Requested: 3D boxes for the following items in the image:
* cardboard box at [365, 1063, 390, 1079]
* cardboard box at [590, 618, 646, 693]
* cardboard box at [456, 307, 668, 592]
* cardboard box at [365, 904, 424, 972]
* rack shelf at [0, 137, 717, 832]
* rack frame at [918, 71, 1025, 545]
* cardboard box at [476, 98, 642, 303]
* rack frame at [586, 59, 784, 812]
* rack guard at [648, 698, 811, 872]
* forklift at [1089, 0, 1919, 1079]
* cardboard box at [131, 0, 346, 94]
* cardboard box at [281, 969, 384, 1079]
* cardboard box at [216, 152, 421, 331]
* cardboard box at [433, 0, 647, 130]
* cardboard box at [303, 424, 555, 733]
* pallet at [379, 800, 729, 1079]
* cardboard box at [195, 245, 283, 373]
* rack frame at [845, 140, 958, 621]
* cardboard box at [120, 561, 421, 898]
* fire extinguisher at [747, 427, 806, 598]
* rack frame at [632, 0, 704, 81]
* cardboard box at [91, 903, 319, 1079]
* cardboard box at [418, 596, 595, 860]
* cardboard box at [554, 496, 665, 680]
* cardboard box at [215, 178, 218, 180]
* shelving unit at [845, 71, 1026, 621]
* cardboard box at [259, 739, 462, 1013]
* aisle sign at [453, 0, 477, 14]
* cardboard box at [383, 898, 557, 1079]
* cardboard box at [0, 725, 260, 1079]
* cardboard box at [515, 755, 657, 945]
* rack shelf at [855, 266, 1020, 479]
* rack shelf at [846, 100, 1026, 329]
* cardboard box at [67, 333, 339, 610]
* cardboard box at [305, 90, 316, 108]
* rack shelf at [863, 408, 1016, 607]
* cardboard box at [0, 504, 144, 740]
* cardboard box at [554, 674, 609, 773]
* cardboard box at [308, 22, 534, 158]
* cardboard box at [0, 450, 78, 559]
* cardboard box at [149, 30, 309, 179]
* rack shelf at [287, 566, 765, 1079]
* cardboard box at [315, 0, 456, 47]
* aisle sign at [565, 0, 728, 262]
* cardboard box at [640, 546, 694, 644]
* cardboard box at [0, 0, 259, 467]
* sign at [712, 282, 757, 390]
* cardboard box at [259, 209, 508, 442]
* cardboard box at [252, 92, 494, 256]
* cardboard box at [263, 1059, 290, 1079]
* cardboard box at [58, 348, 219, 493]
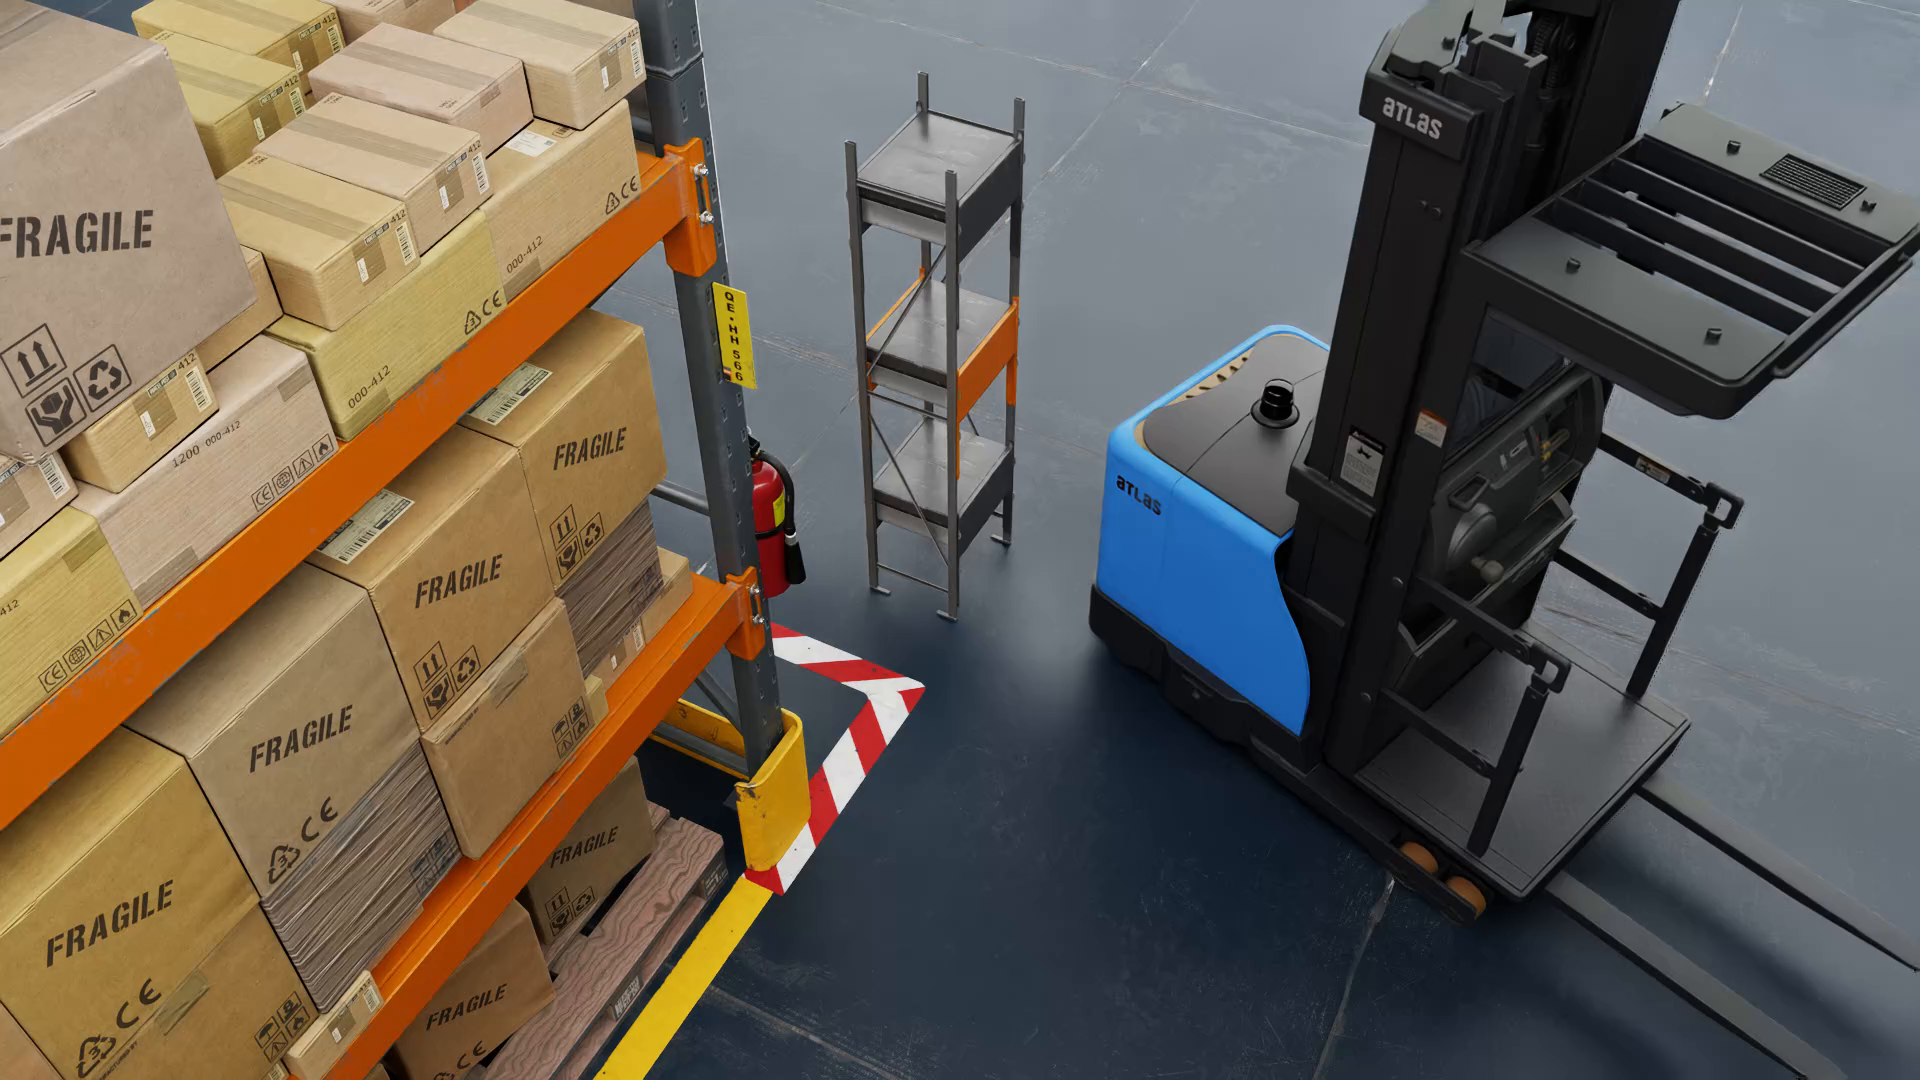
[{"bbox_3d":[-1.939,1.679,4.724,0.500,0.500,0.500,25,50,23],"label":"cardboard box"},{"bbox_3d":[-1.146,0.277,4.824,0.380,0.149,0.250,20,49,19],"label":"cardboard box"},{"bbox_3d":[-1.116,-0.279,4.214,0.500,0.500,0.500,20,49,19],"label":"cardboard box"},{"bbox_3d":[-1.595,0.913,4.195,0.380,0.149,0.250,20,49,19],"label":"cardboard box"},{"bbox_3d":[-2.008,0.242,3.078,1.077,0.370,4.000,20,49,19],"label":"rack shelf"},{"bbox_3d":[0.036,-0.788,6.332,0.400,2.100,0.015,20,49,19],"label":"rack frame"},{"bbox_3d":[-1.079,-0.830,3.738,0.500,0.250,0.500,22,49,20],"label":"cardboard box"},{"bbox_3d":[-1.080,-0.216,5.134,1.000,3.000,0.127,20,49,19],"label":"rack frame"},{"bbox_3d":[-1.115,0.711,5.976,1.175,0.500,0.348,20,49,19],"label":"rack guard"},{"bbox_3d":[1.887,-0.127,5.094,1.130,2.935,3.031,-34,54,-29],"label":"forklift"},{"bbox_3d":[-1.619,-1.129,3.753,0.380,0.149,0.250,21,49,20],"label":"cardboard box"},{"bbox_3d":[-1.633,1.100,4.011,0.380,0.149,0.250,20,49,19],"label":"cardboard box"},{"bbox_3d":[-1.283,-0.580,3.210,0.380,0.149,0.250,21,49,19],"label":"cardboard box"},{"bbox_3d":[-0.932,-1.080,3.704,0.380,0.149,0.250,20,49,19],"label":"cardboard box"},{"bbox_3d":[-1.343,0.038,3.901,0.500,0.500,0.500,20,49,19],"label":"cardboard box"},{"bbox_3d":[-1.524,1.312,5.585,1.003,0.211,1.213,20,49,19],"label":"pallet"},{"bbox_3d":[-1.508,-0.465,3.097,0.380,0.149,0.250,21,49,20],"label":"cardboard box"},{"bbox_3d":[-0.190,-0.480,6.028,0.400,2.100,0.015,20,49,19],"label":"rack frame"},{"bbox_3d":[-1.578,0.352,3.591,0.500,0.500,0.500,20,49,19],"label":"cardboard box"},{"bbox_3d":[-0.619,-0.109,5.083,0.296,0.674,0.183,20,49,19],"label":"fire extinguisher"},{"bbox_3d":[-1.080,-2.325,3.001,1.000,3.000,0.127,20,49,19],"label":"rack frame"},{"bbox_3d":[-1.998,0.948,3.704,0.875,0.500,0.500,20,49,19],"label":"cardboard box"},{"bbox_3d":[-1.485,0.336,4.309,0.875,0.500,0.500,20,49,19],"label":"cardboard box"},{"bbox_3d":[-1.360,-0.018,4.660,0.875,0.500,0.500,20,49,19],"label":"cardboard box"},{"bbox_3d":[-1.767,-0.673,3.582,0.500,0.250,0.500,19,48,18],"label":"cardboard box"},{"bbox_3d":[-0.077,-0.634,6.180,0.431,2.100,0.503,20,49,19],"label":"shelving unit"},{"bbox_3d":[-1.756,0.637,4.012,0.875,0.500,0.500,20,49,19],"label":"cardboard box"},{"bbox_3d":[-1.317,-1.268,4.346,0.394,0.787,0.004,20,49,19],"label":"aisle sign"},{"bbox_3d":[-1.632,1.291,5.107,0.500,0.500,0.500,33,54,29],"label":"cardboard box"},{"bbox_3d":[-1.817,0.664,3.282,0.500,0.500,0.500,20,49,19],"label":"cardboard box"},{"bbox_3d":[-1.385,0.903,5.491,0.500,0.500,0.500,29,52,26],"label":"cardboard box"},{"bbox_3d":[-0.077,-0.624,6.190,0.431,0.518,0.480,20,49,19],"label":"rack shelf"},{"bbox_3d":[-0.077,-1.116,5.692,0.431,0.518,0.480,20,49,19],"label":"rack shelf"},{"bbox_3d":[-1.553,-0.195,3.110,0.500,0.250,0.500,21,49,20],"label":"cardboard box"},{"bbox_3d":[-1.533,-1.000,3.905,0.500,0.250,0.500,22,49,20],"label":"cardboard box"},{"bbox_3d":[-0.077,-0.132,6.688,0.431,0.518,0.480,20,49,19],"label":"rack shelf"},{"bbox_3d":[-1.782,0.124,2.795,0.500,0.250,0.500,20,49,18],"label":"cardboard box"},{"bbox_3d":[-1.217,0.452,4.651,0.380,0.149,0.250,20,49,19],"label":"cardboard box"},{"bbox_3d":[-1.157,-0.955,3.581,0.380,0.149,0.250,19,48,18],"label":"cardboard box"},{"bbox_3d":[-1.711,-0.105,2.741,0.380,0.149,0.250,18,48,17],"label":"cardboard box"},{"bbox_3d":[-1.627,-0.930,3.556,0.380,0.149,0.250,20,49,18],"label":"cardboard box"},{"bbox_3d":[-2.008,1.297,4.145,1.077,0.370,4.000,20,49,19],"label":"rack shelf"},{"bbox_3d":[-1.413,-1.261,3.883,0.380,0.149,0.250,20,49,19],"label":"cardboard box"},{"bbox_3d":[-0.786,-1.070,4.151,0.394,0.787,0.004,20,49,19],"label":"aisle sign"},{"bbox_3d":[-1.029,0.120,4.979,0.380,0.149,0.250,20,49,19],"label":"cardboard box"},{"bbox_3d":[-1.575,-0.526,2.701,0.500,0.500,0.500,20,49,19],"label":"cardboard box"},{"bbox_3d":[-0.598,-0.538,4.417,0.100,0.325,0.005,20,49,19],"label":"sign"},{"bbox_3d":[-1.308,-0.515,3.426,0.500,0.250,0.500,21,49,19],"label":"cardboard box"},{"bbox_3d":[-1.187,-0.746,3.374,0.380,0.149,0.250,18,48,17],"label":"cardboard box"},{"bbox_3d":[-1.810,1.234,3.878,0.380,0.149,0.250,20,49,19],"label":"cardboard box"},{"bbox_3d":[-1.543,-0.263,2.897,0.380,0.149,0.250,18,48,17],"label":"cardboard box"}]
